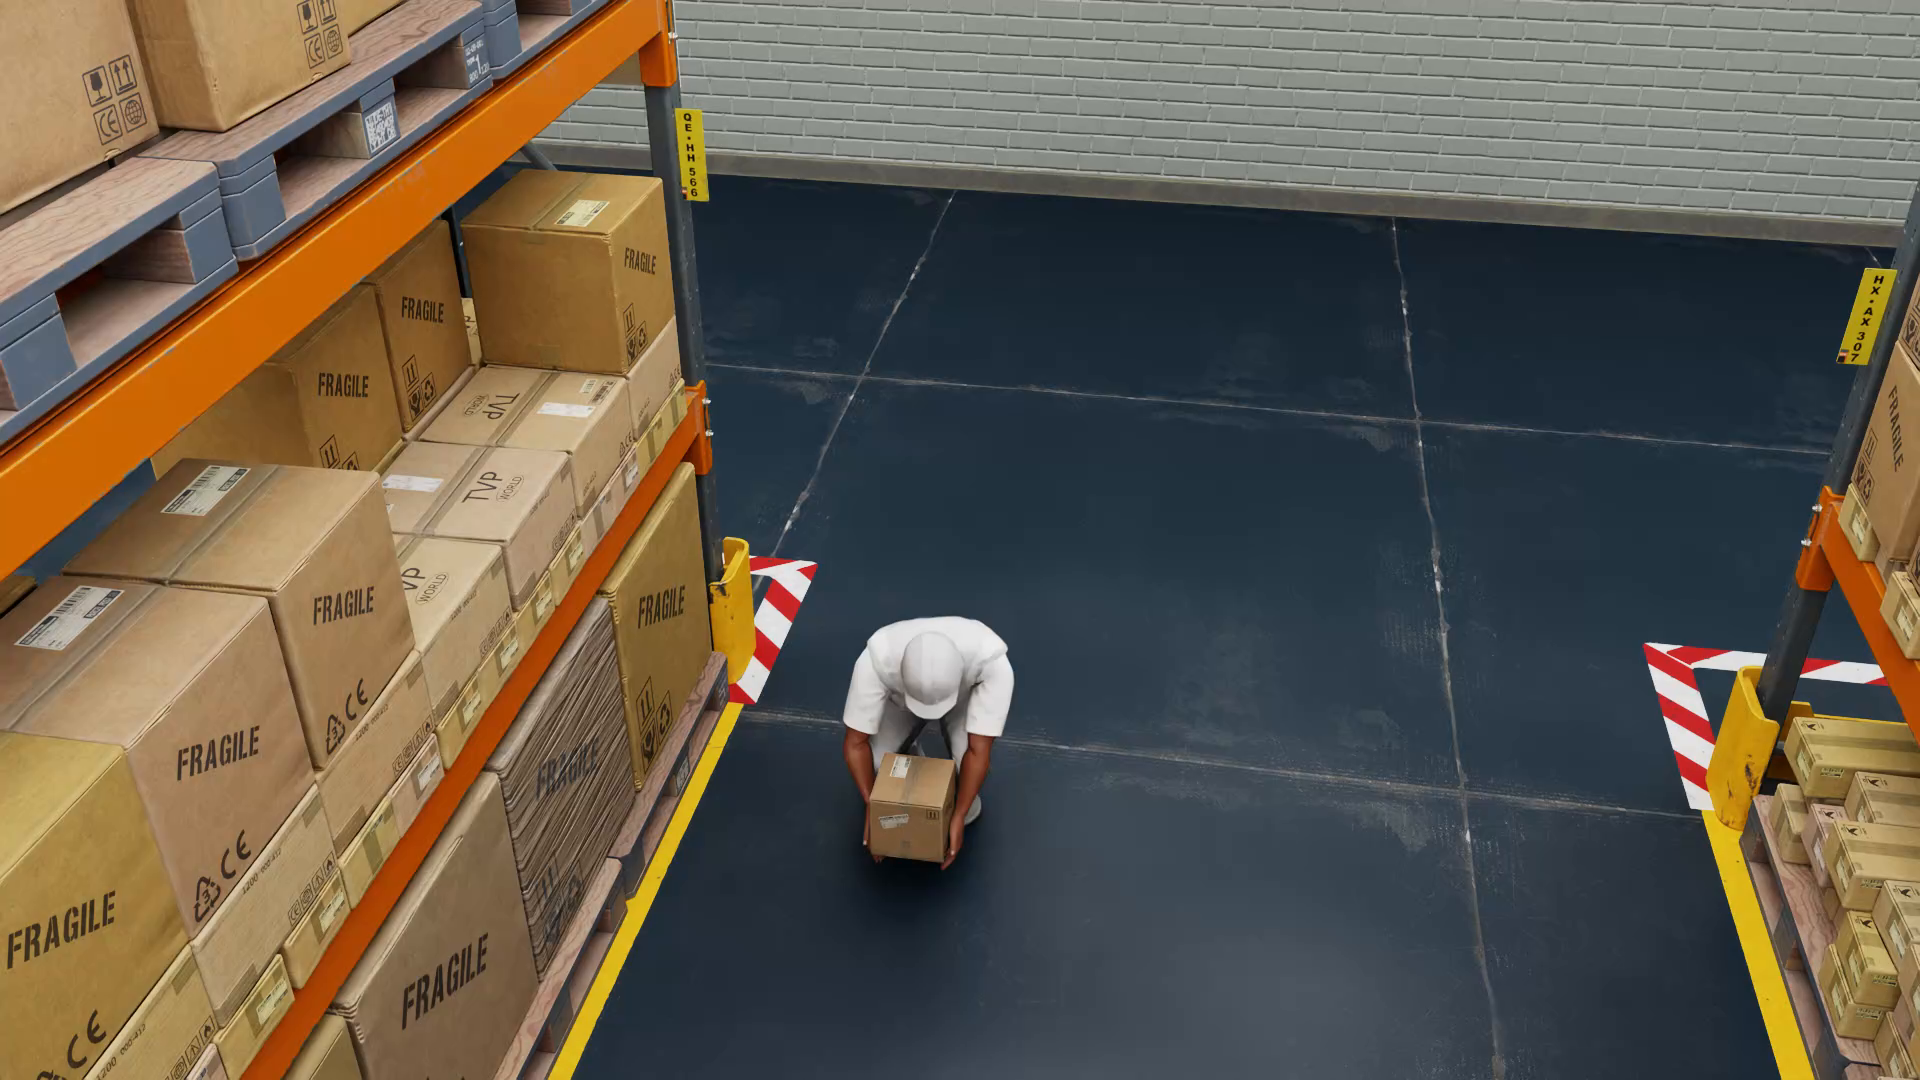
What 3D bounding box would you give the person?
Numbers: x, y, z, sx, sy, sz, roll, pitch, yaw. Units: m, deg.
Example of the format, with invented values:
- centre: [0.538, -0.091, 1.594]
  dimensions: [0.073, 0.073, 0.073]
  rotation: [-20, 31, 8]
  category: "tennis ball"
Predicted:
- centre: [-0.096, 0.601, 5.888]
  dimensions: [0.583, 0.999, 0.876]
  rotation: [5, 33, 8]
  category: "person"
